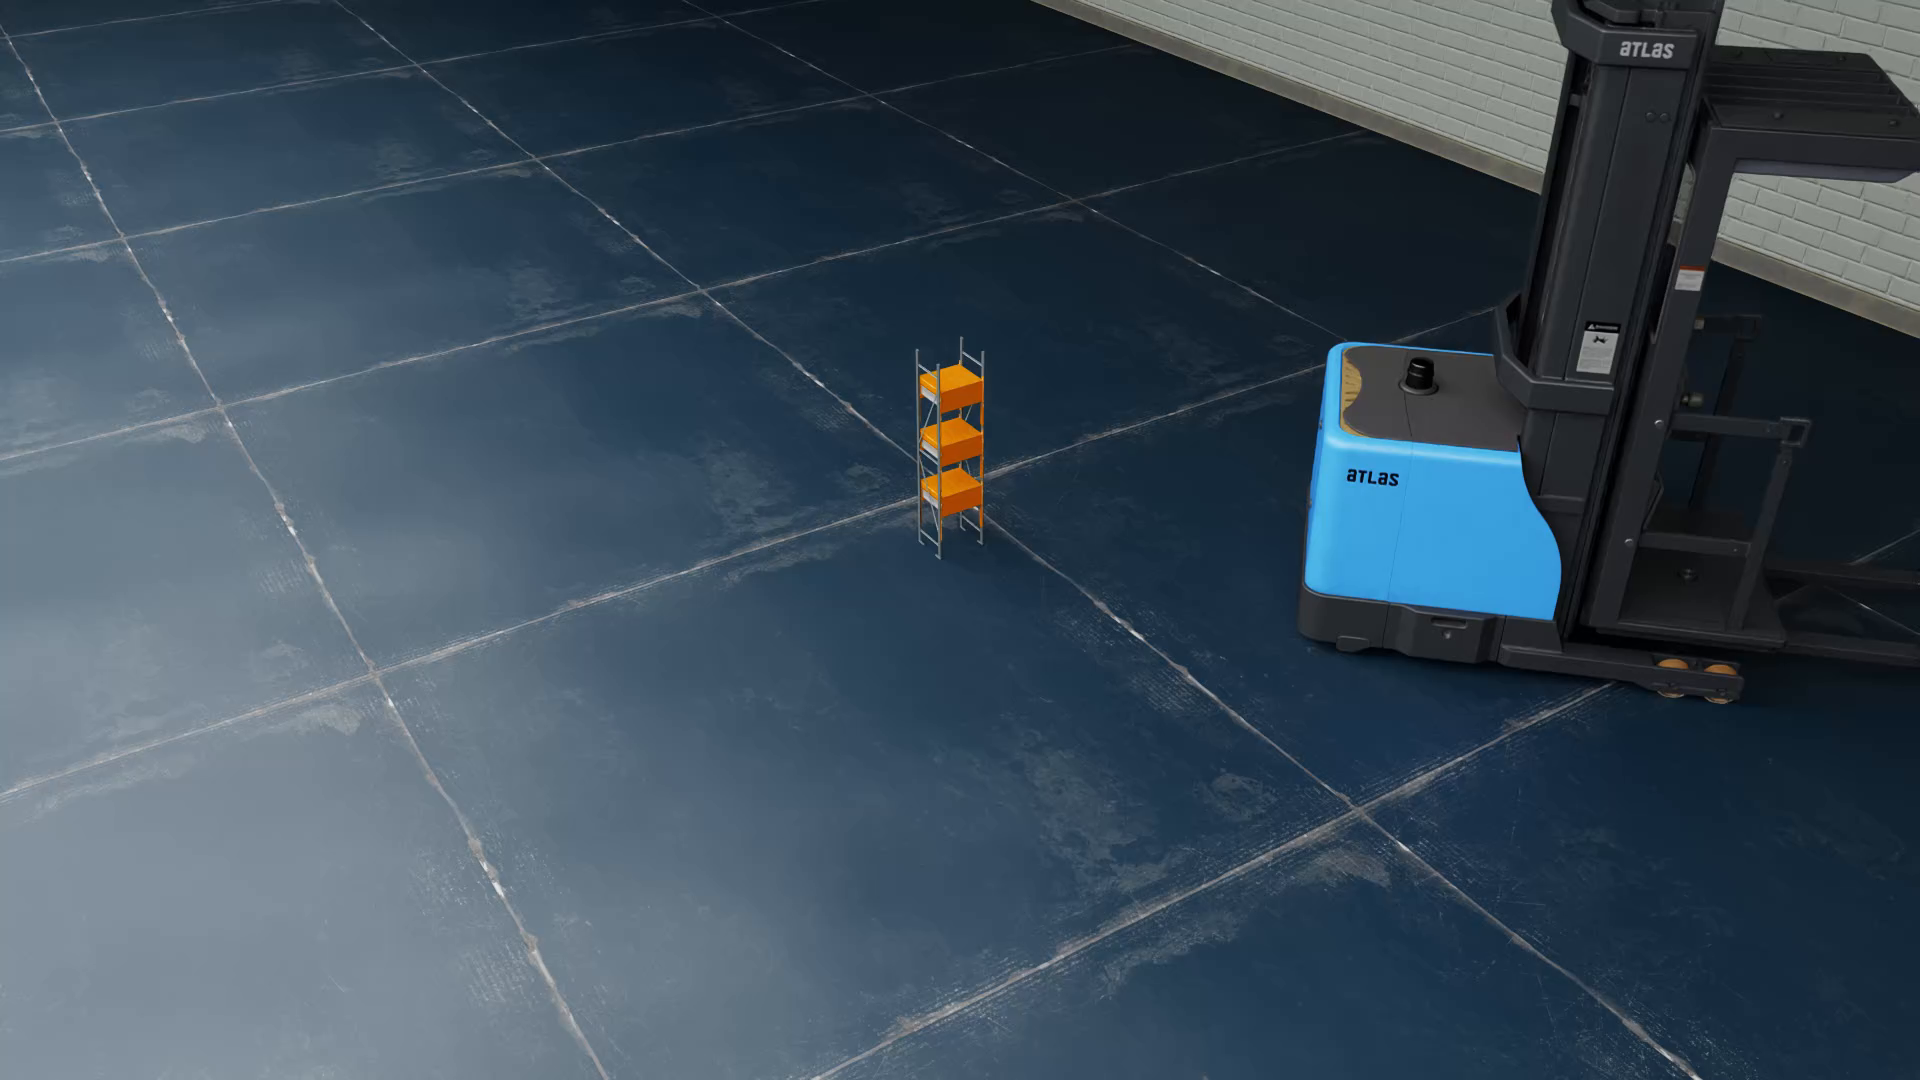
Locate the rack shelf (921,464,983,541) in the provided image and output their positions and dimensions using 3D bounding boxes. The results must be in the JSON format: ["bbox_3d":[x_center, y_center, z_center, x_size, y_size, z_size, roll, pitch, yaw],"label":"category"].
[{"bbox_3d":[-0.045,-0.185,8.099,0.240,0.259,0.215,-19,37,-27],"label":"rack shelf"}]

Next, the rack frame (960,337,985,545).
[{"bbox_3d":[0.058,-0.464,8.001,0.008,1.050,0.200,-19,37,-27],"label":"rack frame"}]

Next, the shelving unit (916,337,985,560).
[{"bbox_3d":[-0.045,-0.429,7.945,0.252,1.050,0.215,-19,37,-27],"label":"shelving unit"}]

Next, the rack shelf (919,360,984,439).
[{"bbox_3d":[-0.045,-0.660,7.800,0.240,0.259,0.215,-19,37,-27],"label":"rack shelf"}]

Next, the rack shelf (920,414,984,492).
[{"bbox_3d":[-0.045,-0.420,7.951,0.240,0.259,0.215,-19,37,-27],"label":"rack shelf"}]

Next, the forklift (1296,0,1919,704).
[{"bbox_3d":[3.086,-0.849,6.848,3.031,2.935,1.130,6,33,10],"label":"forklift"}]

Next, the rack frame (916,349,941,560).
[{"bbox_3d":[-0.148,-0.393,7.889,0.008,1.050,0.200,-19,37,-27],"label":"rack frame"}]
